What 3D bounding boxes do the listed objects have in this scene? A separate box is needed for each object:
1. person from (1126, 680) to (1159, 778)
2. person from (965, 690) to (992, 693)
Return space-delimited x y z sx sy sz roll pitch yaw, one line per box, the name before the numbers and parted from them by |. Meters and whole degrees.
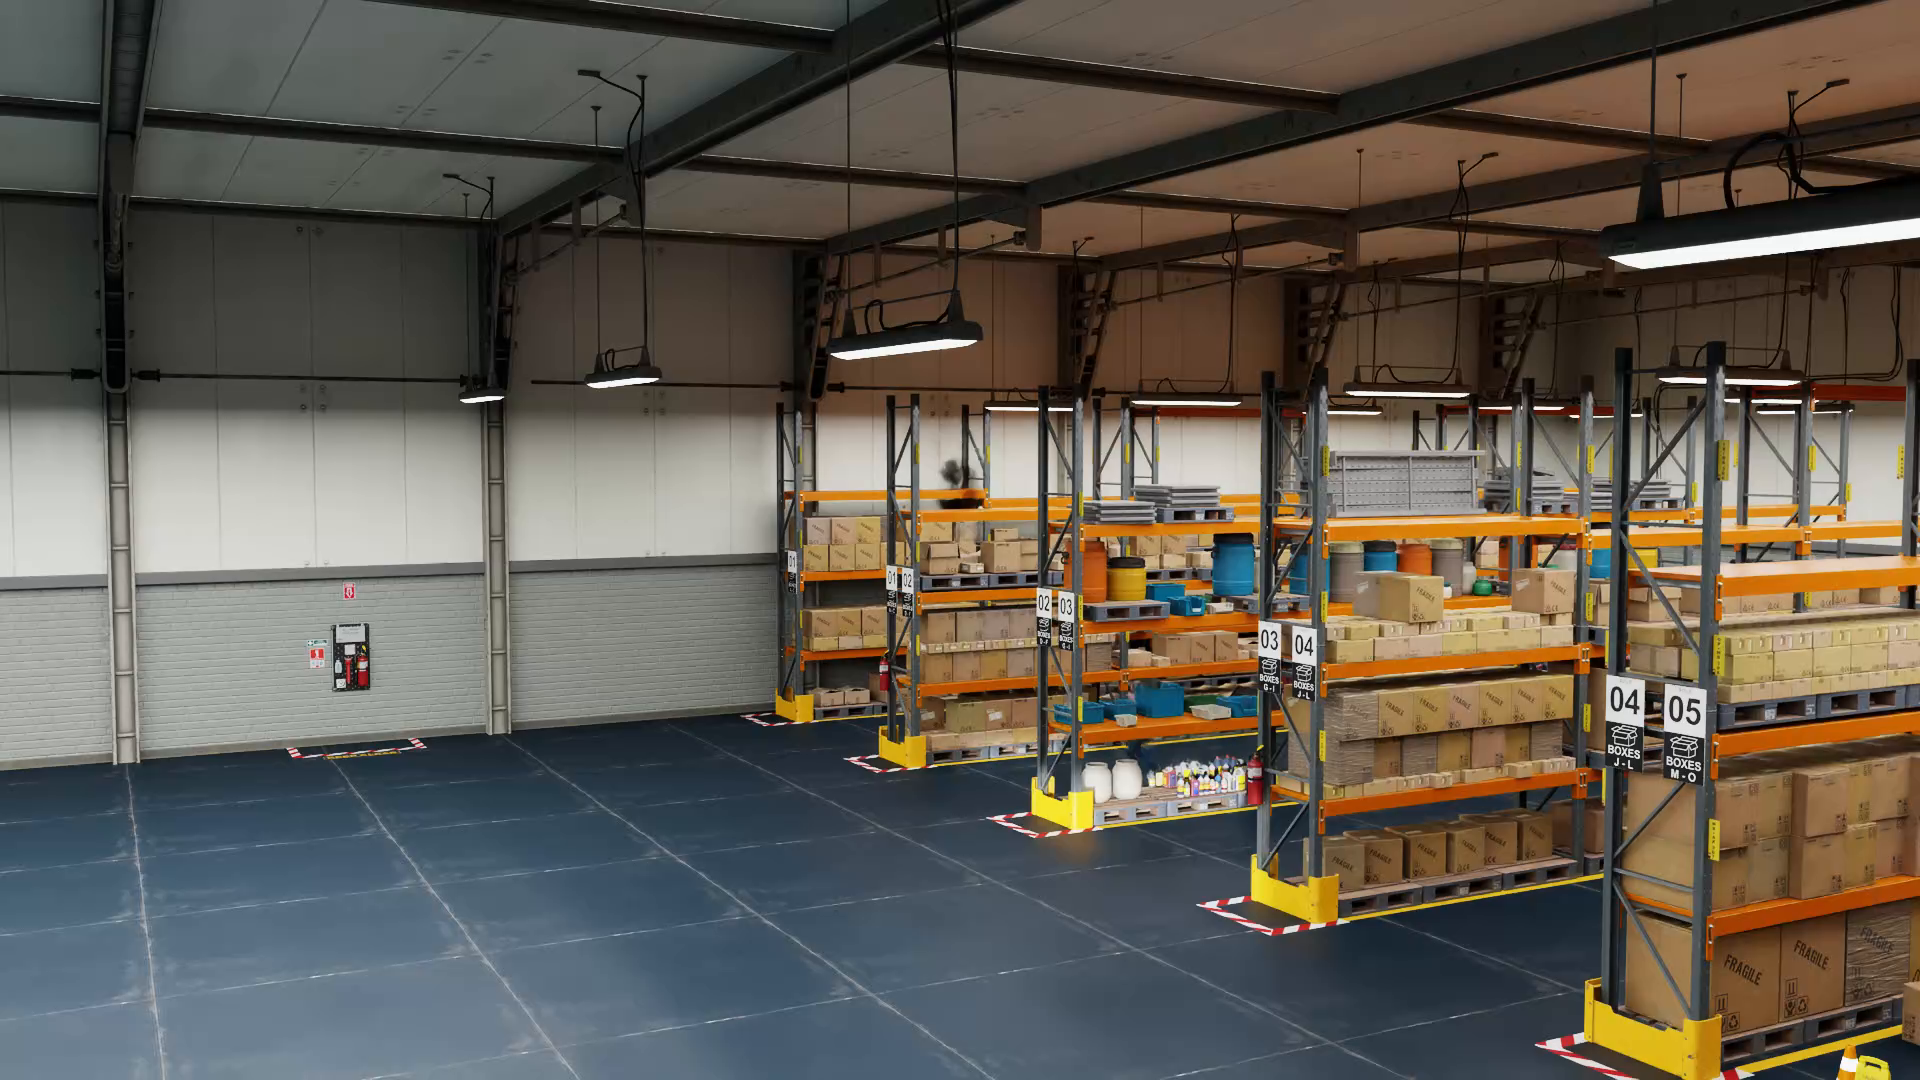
person | 2.699 2.931 25.263 0.859 1.614 0.550 -2 4 -27
person | 0.374 2.573 30.027 0.885 1.818 0.649 -2 4 -37
